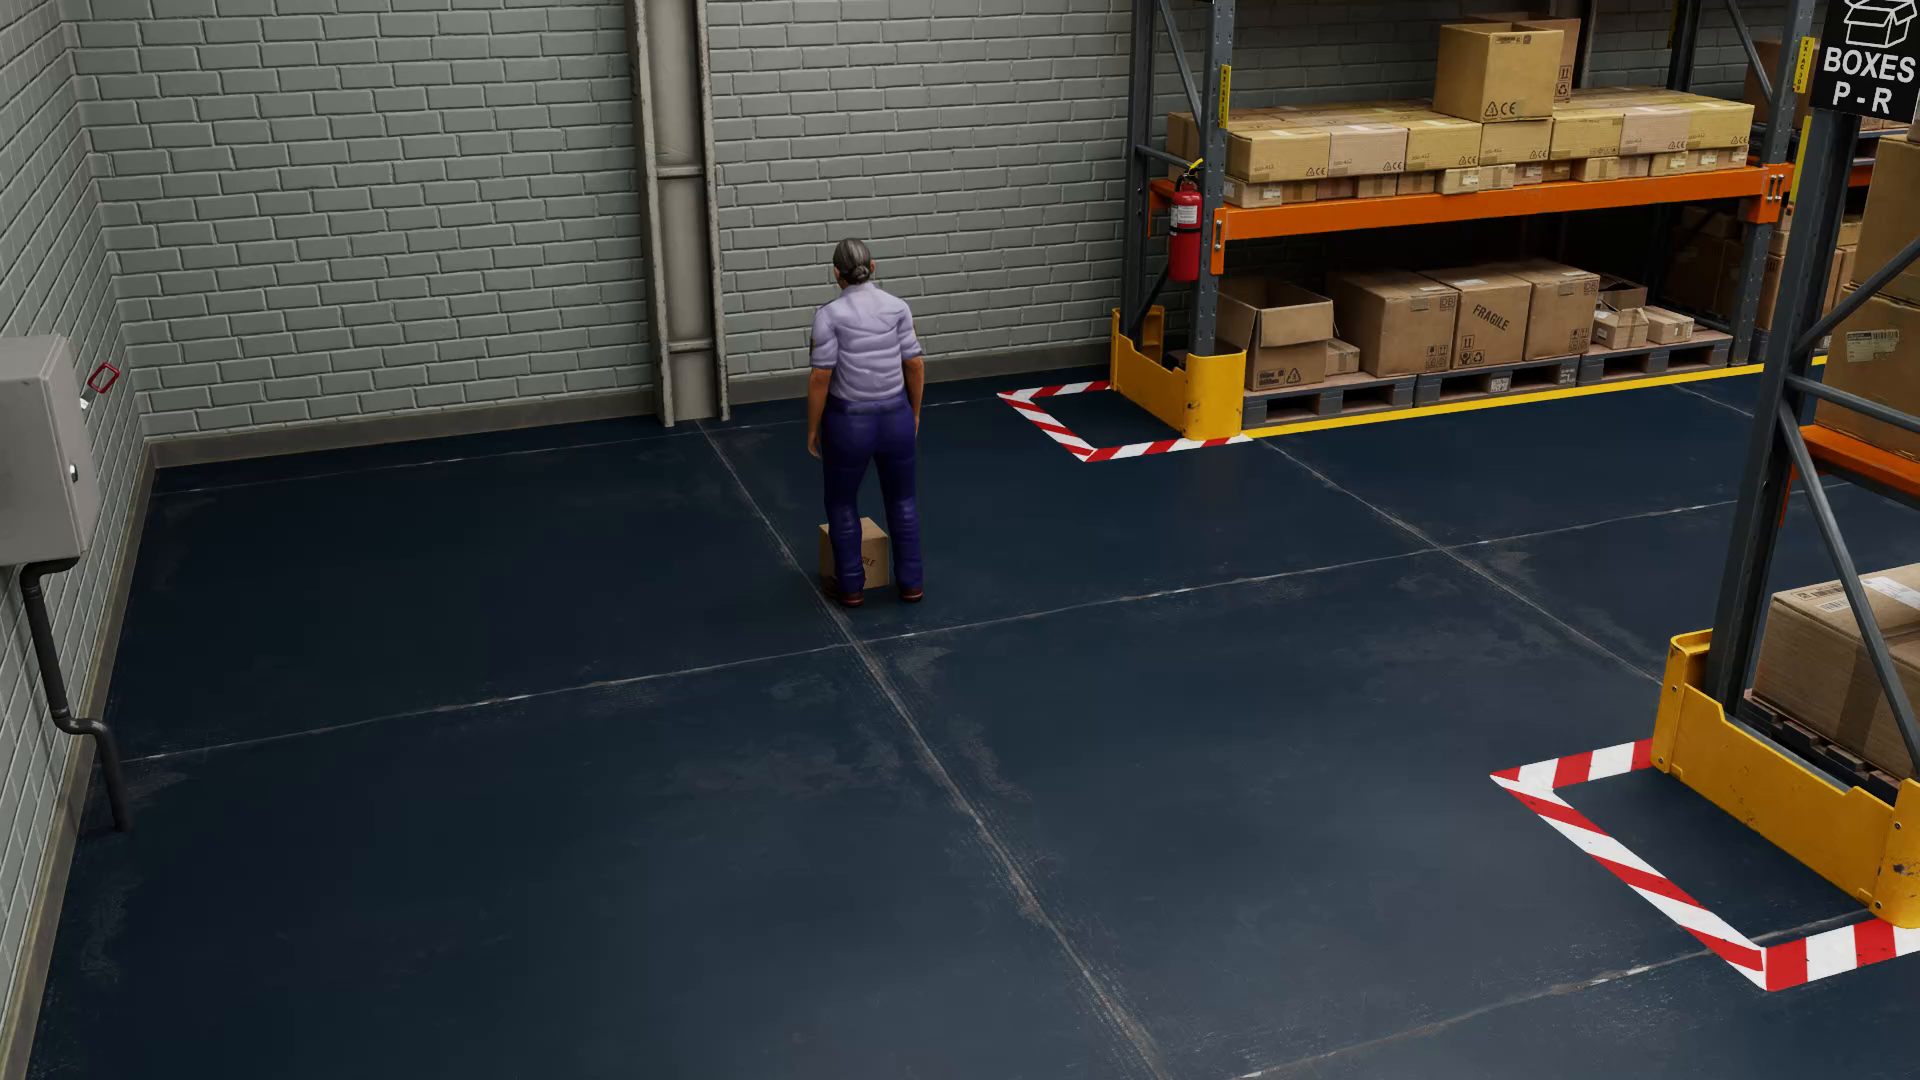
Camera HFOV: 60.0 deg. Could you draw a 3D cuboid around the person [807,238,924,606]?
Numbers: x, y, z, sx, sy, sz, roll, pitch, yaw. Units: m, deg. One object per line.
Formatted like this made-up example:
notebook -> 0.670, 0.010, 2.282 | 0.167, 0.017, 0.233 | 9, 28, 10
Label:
person -> -0.411, -0.501, 7.301 | 0.554, 1.652, 0.416 | -9, 24, -20
